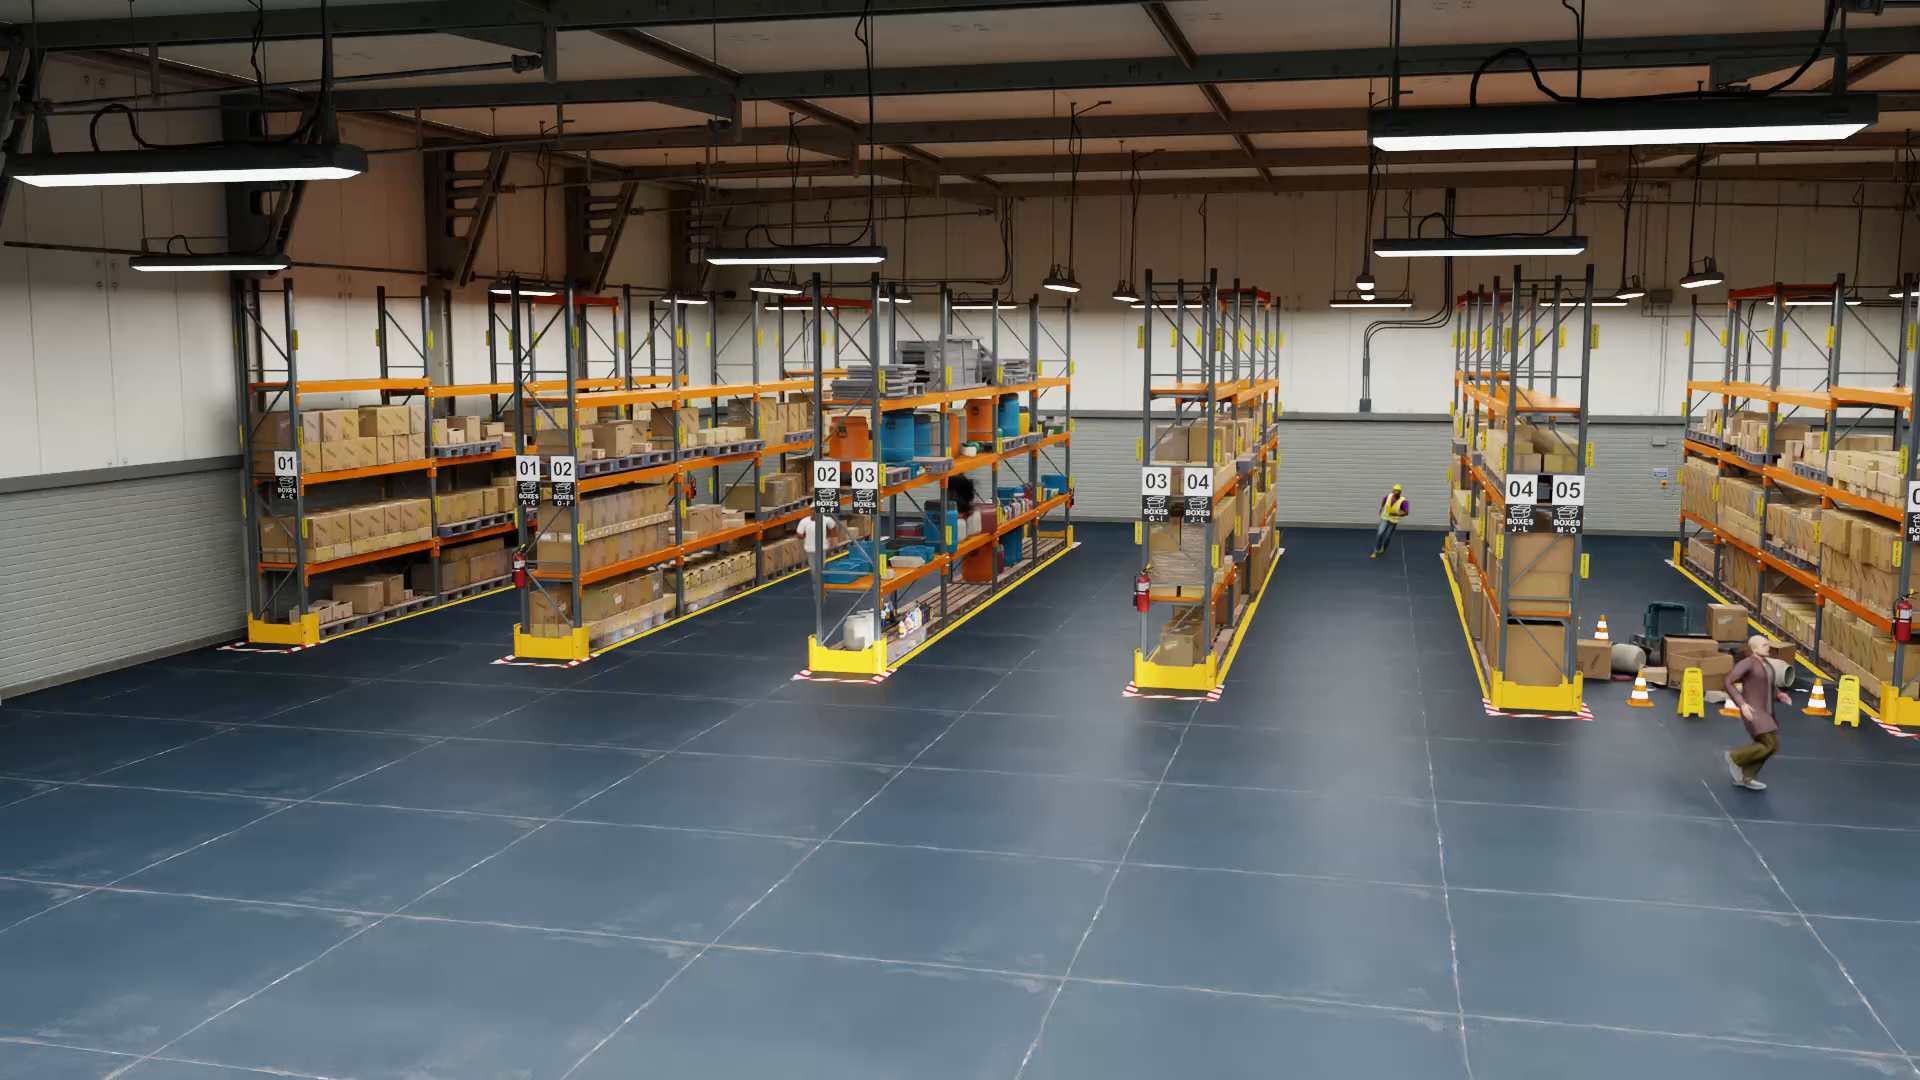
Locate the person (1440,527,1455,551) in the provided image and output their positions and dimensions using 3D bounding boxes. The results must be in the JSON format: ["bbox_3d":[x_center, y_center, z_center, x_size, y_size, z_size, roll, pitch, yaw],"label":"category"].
[{"bbox_3d":[11.872,-0.597,39.285,0.955,1.740,0.706,1,7,10],"label":"person"}]

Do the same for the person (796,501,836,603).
[{"bbox_3d":[-2.624,0.201,30.121,0.692,1.803,0.853,1,7,5],"label":"person"}]

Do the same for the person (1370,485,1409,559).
[{"bbox_3d":[9.962,-0.430,38.342,0.786,1.732,0.799,4,8,31],"label":"person"}]

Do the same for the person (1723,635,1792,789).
[{"bbox_3d":[8.902,1.927,18.499,0.700,1.729,0.627,-5,9,-37],"label":"person"}]
